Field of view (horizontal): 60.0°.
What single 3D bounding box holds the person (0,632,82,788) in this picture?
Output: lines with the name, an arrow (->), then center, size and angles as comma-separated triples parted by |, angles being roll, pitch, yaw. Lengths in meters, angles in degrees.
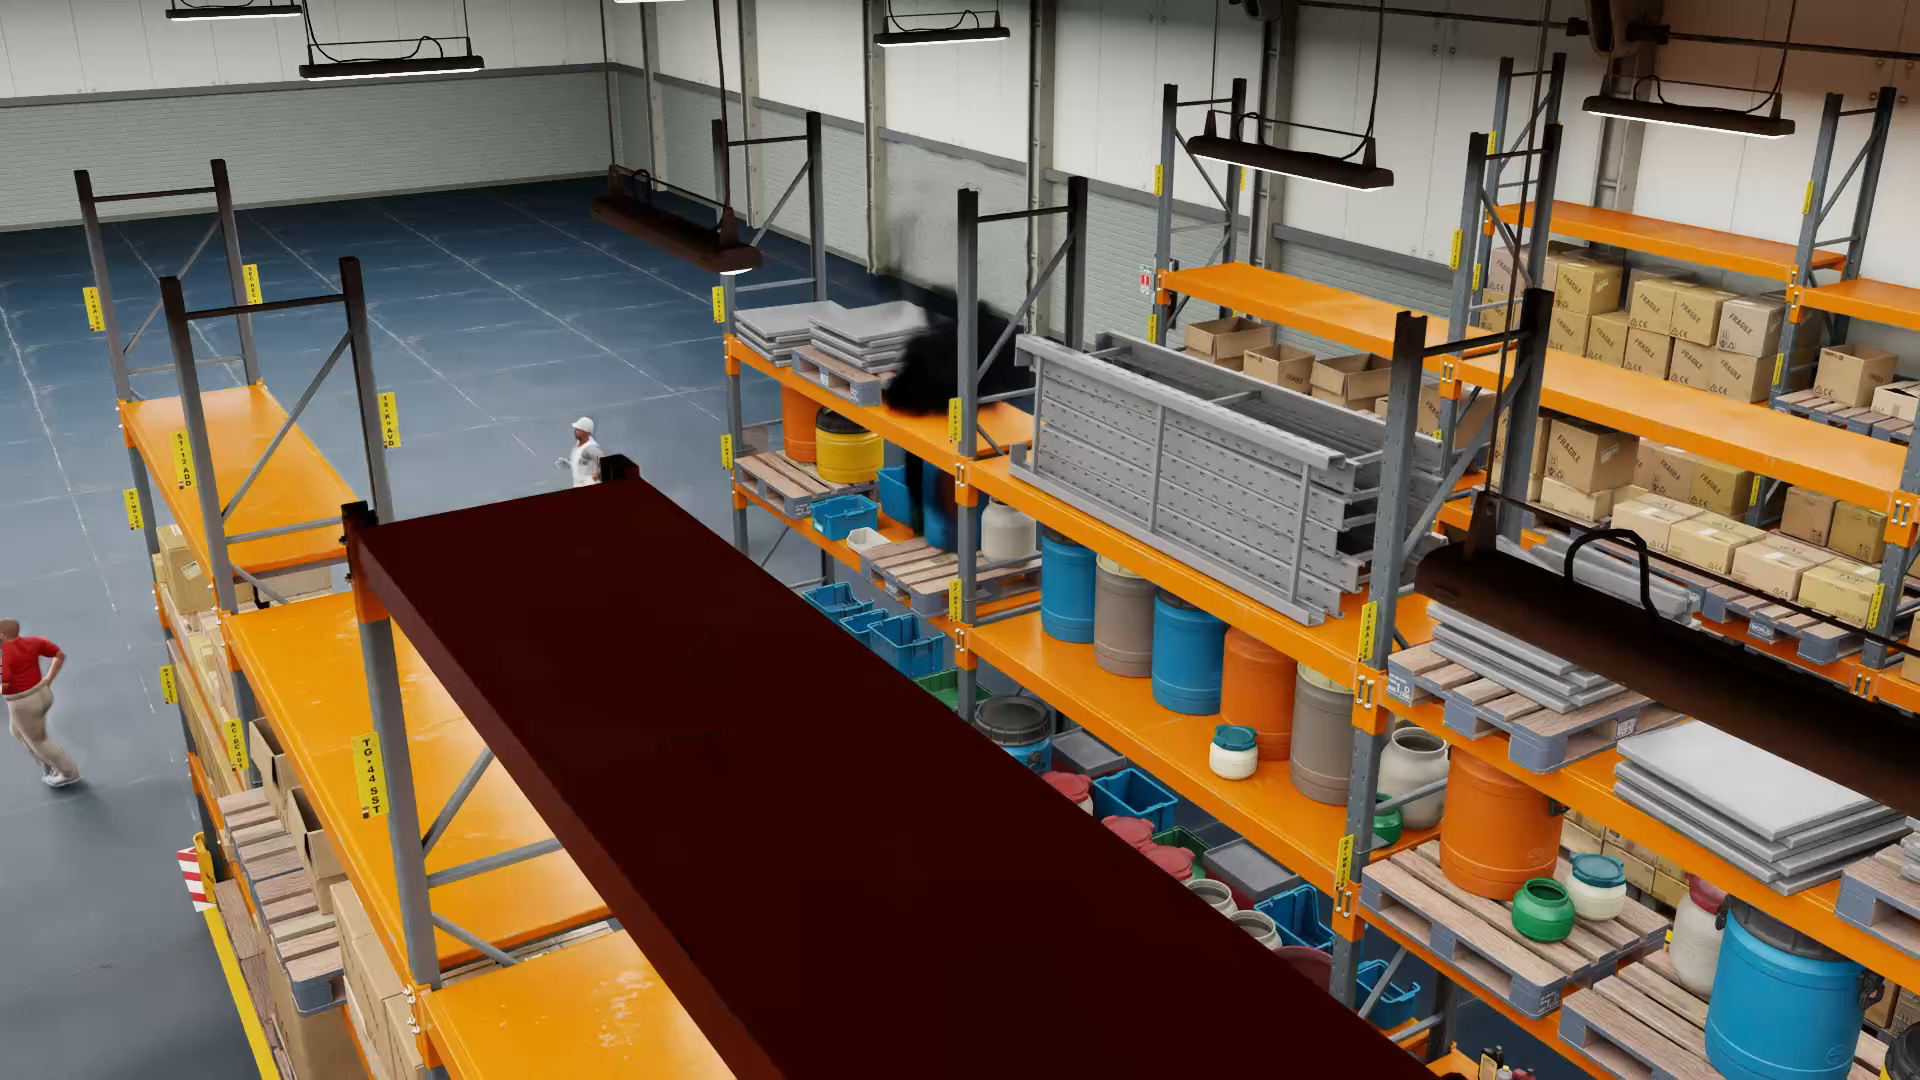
person -> -8.562, 1.565, 15.344 | 0.627, 1.708, 0.392 | 1, 22, 4

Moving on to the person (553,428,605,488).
person -> -4.700, -0.643, 20.671 | 0.633, 1.731, 0.662 | -6, 23, -13
